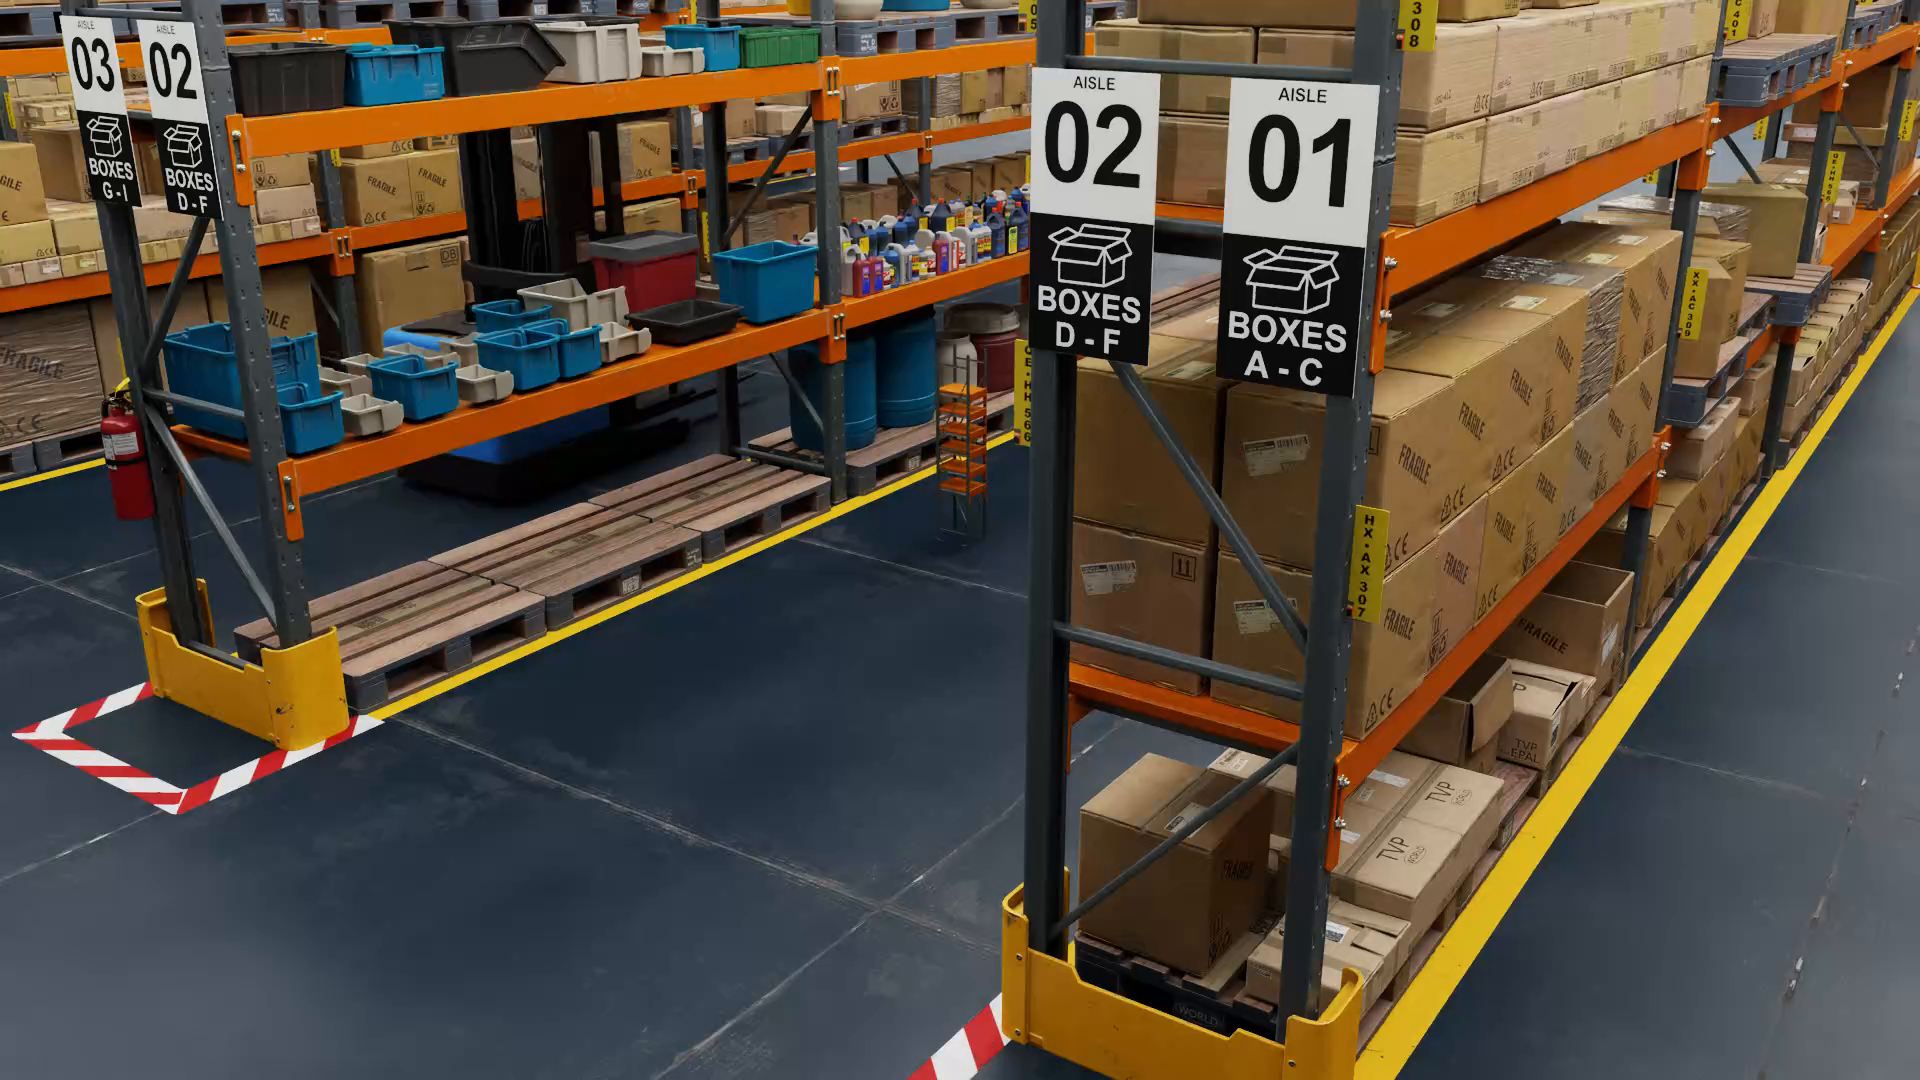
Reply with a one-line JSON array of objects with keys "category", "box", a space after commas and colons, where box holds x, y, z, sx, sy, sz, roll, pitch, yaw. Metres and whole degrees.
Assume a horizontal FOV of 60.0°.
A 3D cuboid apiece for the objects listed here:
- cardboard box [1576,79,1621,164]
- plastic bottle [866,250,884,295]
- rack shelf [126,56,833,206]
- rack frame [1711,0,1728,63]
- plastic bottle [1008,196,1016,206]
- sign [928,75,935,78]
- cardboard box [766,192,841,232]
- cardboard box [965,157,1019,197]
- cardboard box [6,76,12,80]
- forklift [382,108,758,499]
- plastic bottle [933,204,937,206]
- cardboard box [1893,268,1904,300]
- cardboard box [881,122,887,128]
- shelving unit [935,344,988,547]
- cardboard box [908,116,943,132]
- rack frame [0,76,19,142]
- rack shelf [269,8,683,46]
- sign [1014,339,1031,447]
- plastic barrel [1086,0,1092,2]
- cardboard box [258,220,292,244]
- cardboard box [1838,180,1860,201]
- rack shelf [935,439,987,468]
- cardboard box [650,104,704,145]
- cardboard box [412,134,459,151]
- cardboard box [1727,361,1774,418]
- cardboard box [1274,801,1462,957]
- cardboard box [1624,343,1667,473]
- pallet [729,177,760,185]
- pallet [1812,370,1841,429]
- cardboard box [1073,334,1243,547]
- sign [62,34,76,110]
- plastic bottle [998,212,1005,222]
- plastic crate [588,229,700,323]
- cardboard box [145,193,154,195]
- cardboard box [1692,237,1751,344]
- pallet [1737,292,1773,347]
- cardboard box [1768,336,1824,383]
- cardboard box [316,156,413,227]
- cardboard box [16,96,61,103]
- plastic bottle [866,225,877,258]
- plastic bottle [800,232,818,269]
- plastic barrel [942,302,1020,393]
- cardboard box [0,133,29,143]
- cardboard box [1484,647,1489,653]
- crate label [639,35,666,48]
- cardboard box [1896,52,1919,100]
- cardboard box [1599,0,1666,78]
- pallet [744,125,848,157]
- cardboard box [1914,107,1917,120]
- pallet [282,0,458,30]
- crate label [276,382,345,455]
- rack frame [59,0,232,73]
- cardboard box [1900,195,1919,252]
[{"category": "cardboard box", "box": [2.000, -1.496, 5.879, 0.500, 0.250, 0.500, 13, 24, 32]}, {"category": "plastic bottle", "box": [-0.558, -1.753, 10.849, 0.061, 0.283, 0.133, 13, 24, 32]}, {"category": "rack shelf", "box": [-2.316, -2.243, 8.718, 1.077, 0.370, 4.000, 13, 24, 32]}, {"category": "rack frame", "box": [2.903, -3.594, 7.010, 1.000, 3.000, 0.127, 13, 24, 32]}, {"category": "plastic bottle", "box": [0.404, -2.685, 13.486, 0.097, 0.201, 0.097, 0, 20, 0]}, {"category": "sign", "box": [-0.330, -5.445, 18.991, 0.100, 0.325, 0.005, 13, 24, 32]}, {"category": "cardboard box", "box": [-1.752, -3.577, 18.580, 0.700, 0.500, 0.500, 11, 23, 27]}, {"category": "cardboard box", "box": [0.417, -4.651, 21.513, 0.500, 0.500, 0.500, 16, 26, 37]}, {"category": "cardboard box", "box": [-11.876, -5.820, 20.090, 0.500, 0.500, 0.500, 13, 24, 32]}, {"category": "forklift", "box": [-2.645, -2.106, 11.735, 1.130, 2.935, 3.031, 11, 23, 28]}, {"category": "plastic bottle", "box": [-0.191, -2.414, 12.654, 0.097, 0.271, 0.097, 0, 20, 0]}, {"category": "cardboard box", "box": [8.758, -2.487, 16.022, 0.500, 0.250, 0.500, 13, 24, 32]}, {"category": "cardboard box", "box": [-0.913, -5.010, 19.847, 0.380, 0.149, 0.250, 13, 24, 32]}, {"category": "shelving unit", "box": [0.008, -0.567, 10.068, 0.258, 1.200, 0.189, 13, 24, 32]}, {"category": "cardboard box", "box": [-0.421, -4.894, 19.534, 0.380, 0.149, 0.250, 13, 24, 32]}, {"category": "rack frame", "box": [-9.333, -3.710, 15.970, 1.000, 3.000, 0.127, 13, 24, 32]}, {"category": "rack shelf", "box": [-4.164, -4.357, 14.432, 1.077, 0.370, 4.000, 13, 24, 32]}, {"category": "sign", "box": [0.206, -0.438, 5.001, 0.100, 0.325, 0.005, 13, 24, 32]}, {"category": "plastic barrel", "box": [0.735, -4.538, 12.662, 0.600, 0.830, 0.708, 13, 24, 32]}, {"category": "cardboard box", "box": [-5.333, -2.370, 12.711, 0.380, 0.149, 0.250, 14, 24, 33]}, {"category": "cardboard box", "box": [7.159, -2.856, 13.877, 0.500, 0.250, 0.500, 15, 25, 35]}, {"category": "rack shelf", "box": [0.008, -0.525, 10.083, 0.258, 0.103, 0.180, 13, 24, 32]}, {"category": "cardboard box", "box": [-2.769, -4.268, 16.729, 0.500, 0.500, 0.500, 10, 23, 25]}, {"category": "cardboard box", "box": [-4.540, -3.610, 14.111, 0.797, 0.503, 0.637, 14, 24, 32]}, {"category": "cardboard box", "box": [4.792, -0.983, 10.486, 0.500, 0.250, 0.500, 14, 25, 34]}, {"category": "cardboard box", "box": [1.475, 1.206, 6.009, 0.500, 0.250, 0.500, 13, 24, 32]}, {"category": "cardboard box", "box": [2.834, -0.634, 7.510, 0.500, 0.500, 0.500, 14, 24, 33]}, {"category": "pallet", "box": [-3.659, -5.252, 24.158, 1.003, 0.211, 1.213, 13, 24, 32]}, {"category": "pallet", "box": [6.333, -1.197, 13.198, 1.003, 0.211, 1.213, 13, 24, 32]}, {"category": "cardboard box", "box": [0.677, -0.330, 5.248, 0.500, 0.500, 0.500, 13, 24, 31]}, {"category": "sign", "box": [-3.904, -2.060, 7.338, 0.100, 0.325, 0.005, 13, 24, 32]}, {"category": "plastic bottle", "box": [0.317, -2.288, 12.296, 0.061, 0.283, 0.133, 13, 24, 32]}, {"category": "plastic crate", "box": [-1.901, -1.598, 10.083, 0.402, 0.464, 0.583, 13, 24, 32]}, {"category": "cardboard box", "box": [-6.053, -2.557, 12.642, 0.500, 0.250, 0.500, 13, 24, 32]}, {"category": "cardboard box", "box": [3.688, -1.326, 8.777, 0.700, 0.500, 0.500, 18, 27, 40]}, {"category": "pallet", "box": [4.062, -1.279, 9.676, 1.003, 0.211, 1.213, 13, 24, 32]}, {"category": "cardboard box", "box": [5.977, -1.344, 12.124, 0.500, 0.311, 0.500, 13, 24, 31]}, {"category": "cardboard box", "box": [-4.823, -2.843, 13.484, 0.500, 0.500, 0.500, 13, 24, 32]}, {"category": "cardboard box", "box": [-9.119, -4.298, 16.461, 0.380, 0.149, 0.250, 12, 24, 30]}, {"category": "plastic bottle", "box": [-0.635, -2.094, 11.787, 0.097, 0.271, 0.097, 0, 20, 0]}, {"category": "plastic bottle", "box": [-1.032, -1.970, 11.446, 0.152, 0.276, 0.135, 13, 24, 32]}, {"category": "plastic barrel", "box": [0.161, -1.493, 12.849, 0.600, 0.588, 0.708, 13, 24, 32]}, {"category": "cardboard box", "box": [-9.274, -3.941, 16.353, 0.380, 0.149, 0.250, 13, 24, 31]}, {"category": "cardboard box", "box": [2.488, 0.353, 8.229, 0.500, 0.311, 0.500, 13, 24, 32]}, {"category": "crate label", "box": [-1.706, -2.947, 9.963, 0.293, 0.136, 0.466, 13, 24, 32]}, {"category": "cardboard box", "box": [8.490, -4.292, 15.529, 0.700, 0.500, 0.500, 13, 24, 32]}, {"category": "cardboard box", "box": [2.287, -1.873, 6.177, 0.500, 0.250, 0.500, 13, 24, 32]}, {"category": "pallet", "box": [-1.961, -4.347, 17.970, 1.003, 0.211, 1.213, 13, 24, 32]}, {"category": "cardboard box", "box": [8.865, -4.056, 15.827, 0.380, 0.149, 0.250, 14, 25, 33]}, {"category": "pallet", "box": [-4.814, -4.303, 13.527, 0.805, 0.209, 1.217, 12, 24, 30]}, {"category": "crate label", "box": [-3.029, -0.556, 7.599, 0.416, 0.233, 0.303, 13, 24, 32]}, {"category": "rack frame", "box": [-3.440, -3.413, 6.522, 1.000, 3.000, 0.127, 13, 24, 32]}, {"category": "cardboard box", "box": [9.593, -3.271, 17.060, 0.500, 0.500, 0.500, 13, 24, 32]}]
